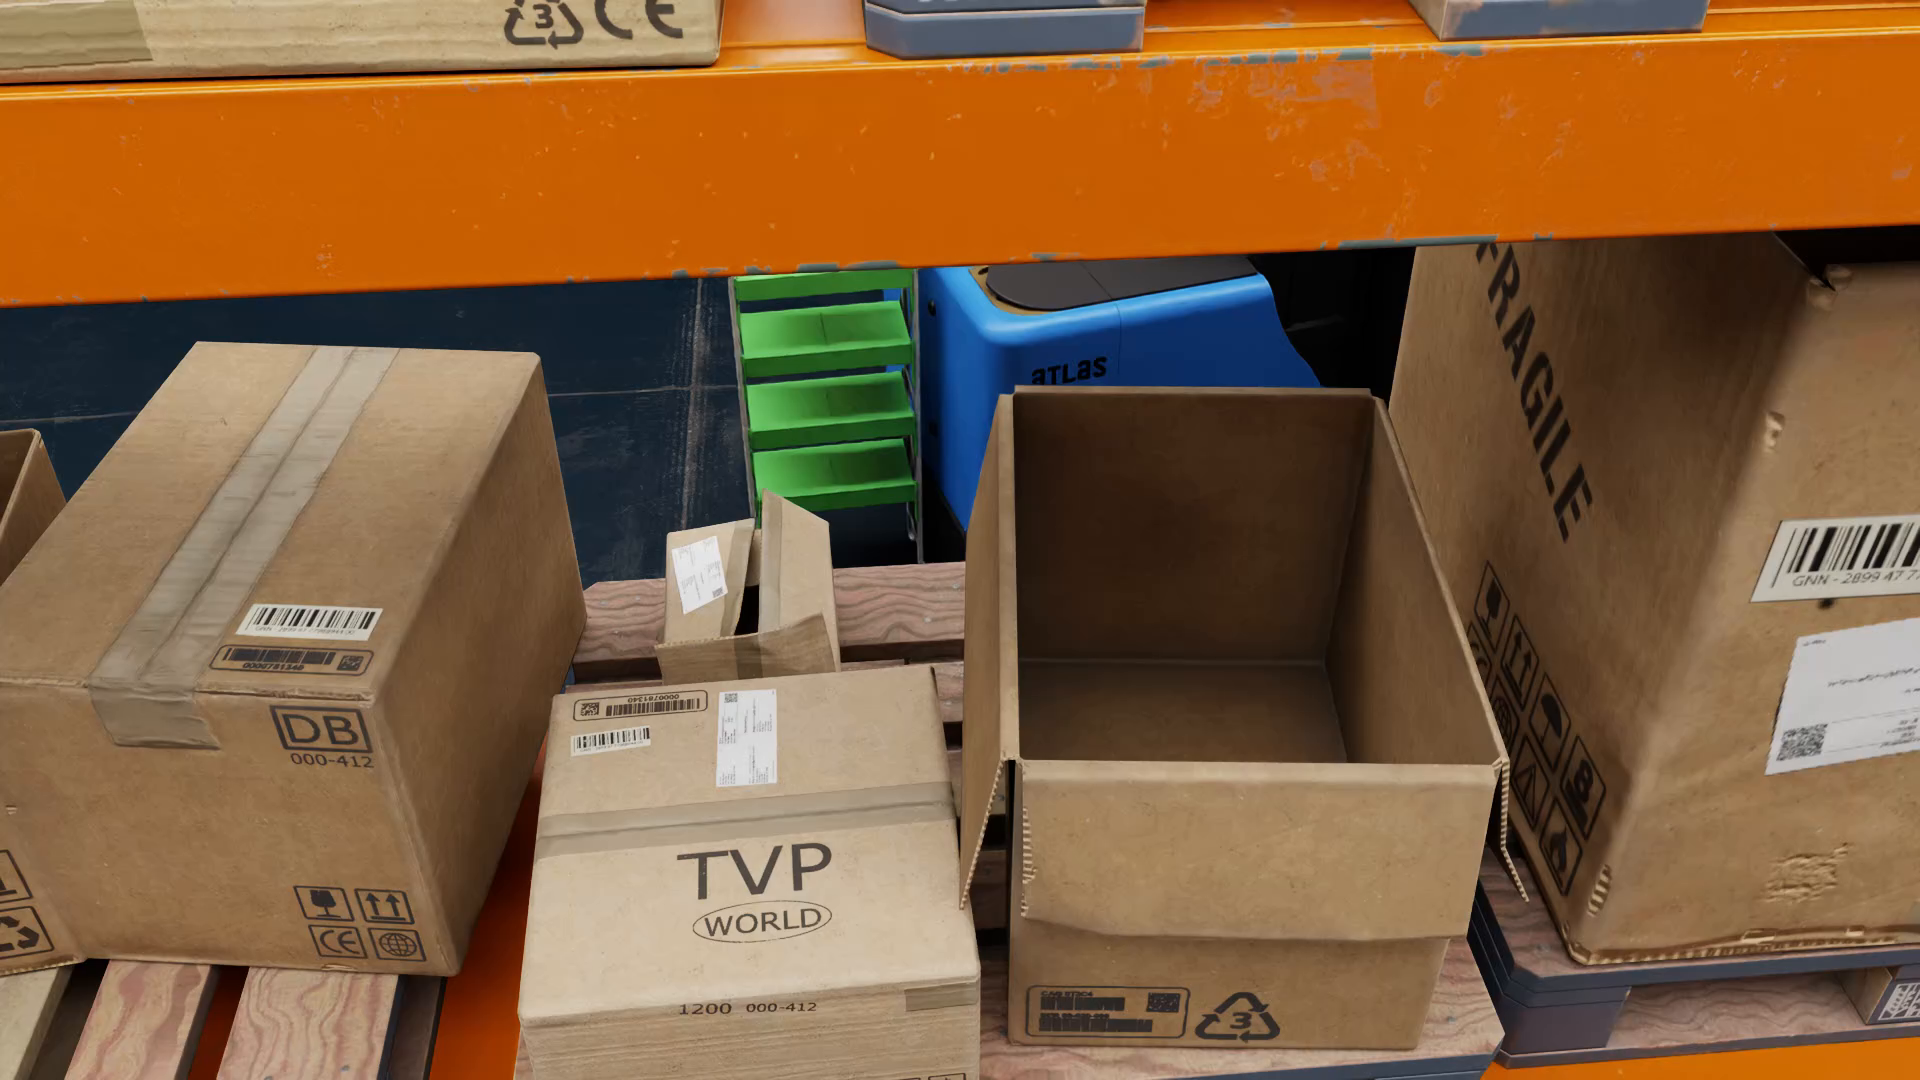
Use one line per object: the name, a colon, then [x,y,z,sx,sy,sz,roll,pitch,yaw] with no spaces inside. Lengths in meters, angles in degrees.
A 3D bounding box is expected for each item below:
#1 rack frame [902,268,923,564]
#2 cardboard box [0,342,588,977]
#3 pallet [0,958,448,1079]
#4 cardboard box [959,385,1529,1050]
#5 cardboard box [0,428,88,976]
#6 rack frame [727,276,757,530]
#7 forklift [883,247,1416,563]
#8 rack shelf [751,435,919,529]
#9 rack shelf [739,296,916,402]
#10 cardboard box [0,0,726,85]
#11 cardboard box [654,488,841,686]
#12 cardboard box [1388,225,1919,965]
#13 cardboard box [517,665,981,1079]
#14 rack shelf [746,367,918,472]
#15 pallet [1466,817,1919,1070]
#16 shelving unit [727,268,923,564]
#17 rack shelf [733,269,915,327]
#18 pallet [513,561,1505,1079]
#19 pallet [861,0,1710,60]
rack frame: [-0.139,-0.427,4.823,0.015,1.200,0.240,-6,39,-8]
cardboard box: [-0.862,0.136,2.237,0.500,0.500,0.700,2,38,3]
pallet: [-1.243,0.457,2.404,1.003,0.211,1.213,-3,38,-4]
cardboard box: [0.322,0.214,2.135,0.637,0.503,0.797,1,38,1]
cardboard box: [-1.410,0.228,2.120,0.500,0.500,0.500,-8,39,-10]
rack frame: [-0.620,-0.376,4.758,0.015,1.200,0.240,-6,39,-8]
forklift: [1.324,-1.428,4.693,3.031,2.935,1.130,-12,40,-15]
rack shelf: [-0.380,-0.163,4.979,0.480,0.148,0.258,-6,39,-8]
rack shelf: [-0.380,-0.540,4.681,0.480,0.148,0.258,-6,39,-8]
cardboard box: [-0.431,-0.563,1.242,0.500,0.250,0.500,-2,38,-3]
cardboard box: [-0.307,0.116,2.451,0.258,0.266,0.396,-4,38,-5]
cardboard box: [1.237,-0.176,2.229,1.000,1.000,1.000,-3,38,-4]
cardboard box: [-0.254,0.430,2.065,0.500,0.250,0.500,-4,38,-5]
rack shelf: [-0.380,-0.352,4.830,0.480,0.148,0.258,-6,39,-8]
pallet: [1.266,0.294,2.610,1.213,0.211,1.003,-3,38,-4]
shelving unit: [-0.380,-0.402,4.791,0.503,1.200,0.258,-6,39,-8]
rack shelf: [-0.380,-0.728,4.533,0.480,0.148,0.258,-6,39,-8]
pallet: [0.024,0.428,2.441,1.213,0.211,1.003,-3,38,-4]
pallet: [0.383,-0.810,1.585,1.003,0.211,1.213,-3,38,-4]
